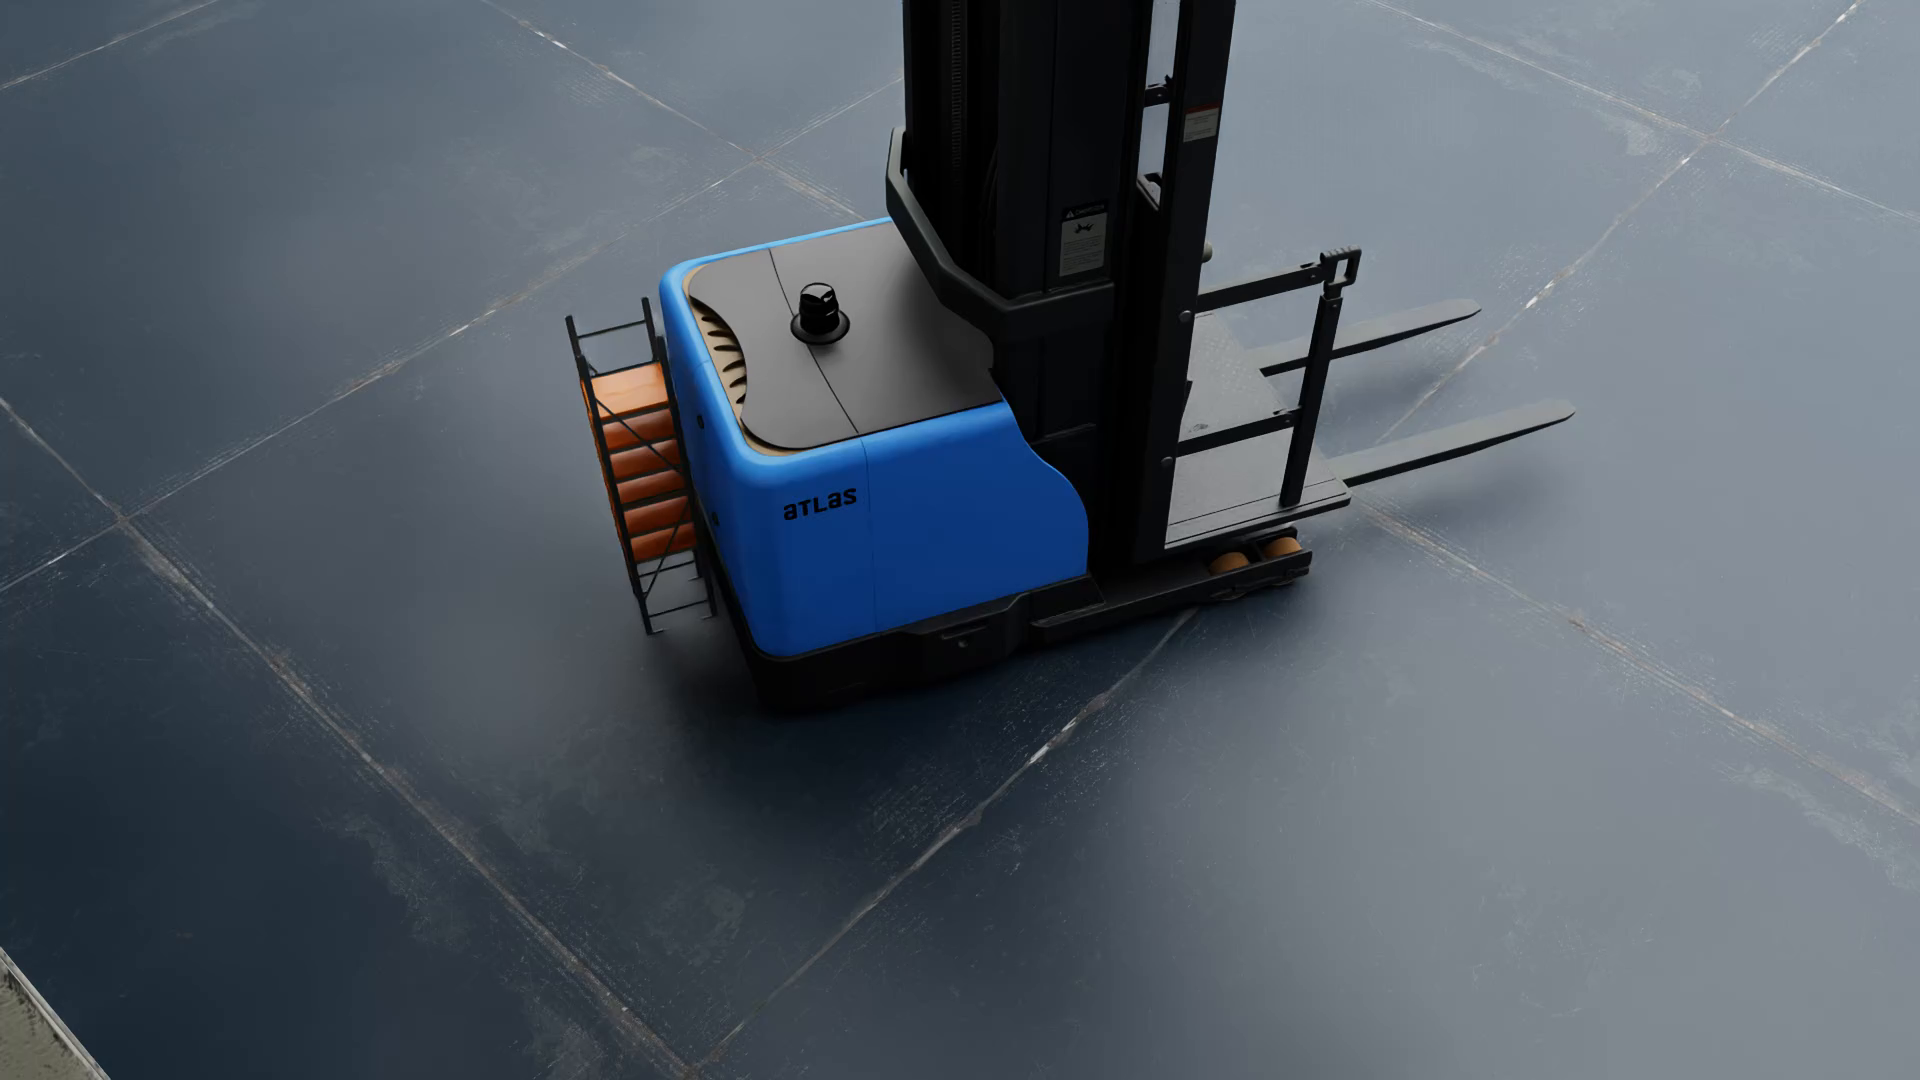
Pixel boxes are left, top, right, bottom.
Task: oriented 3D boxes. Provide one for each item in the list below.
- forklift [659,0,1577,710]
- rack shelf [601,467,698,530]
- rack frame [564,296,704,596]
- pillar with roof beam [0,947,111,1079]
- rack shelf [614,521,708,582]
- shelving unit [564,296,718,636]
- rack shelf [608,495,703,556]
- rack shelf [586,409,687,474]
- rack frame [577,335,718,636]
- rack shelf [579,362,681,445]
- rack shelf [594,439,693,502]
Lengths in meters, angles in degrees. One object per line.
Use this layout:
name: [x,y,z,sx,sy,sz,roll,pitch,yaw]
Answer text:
forklift: [0.642,-1.149,4.809,3.031,2.935,1.130,-15,49,-14]
rack shelf: [-0.956,-0.160,5.125,0.258,0.103,0.180,-16,49,-13]
rack frame: [-0.989,-0.253,5.152,0.240,1.200,0.006,-16,49,-13]
pillar with roof beam: [1.402,-3.337,2.702,0.400,9.000,9.100,34,55,28]
rack shelf: [-0.951,0.002,5.302,0.258,0.103,0.180,-16,49,-13]
shelving unit: [-0.957,-0.191,5.093,0.258,1.200,0.189,-16,49,-13]
rack shelf: [-0.954,-0.079,5.213,0.258,0.103,0.180,-16,49,-13]
rack shelf: [-0.961,-0.323,4.949,0.258,0.103,0.180,-16,49,-13]
rack frame: [-0.926,-0.128,5.034,0.240,1.200,0.006,-16,49,-13]
rack shelf: [-0.964,-0.405,4.861,0.258,0.103,0.180,-16,49,-13]
rack shelf: [-0.959,-0.242,5.037,0.258,0.103,0.180,-16,49,-13]
